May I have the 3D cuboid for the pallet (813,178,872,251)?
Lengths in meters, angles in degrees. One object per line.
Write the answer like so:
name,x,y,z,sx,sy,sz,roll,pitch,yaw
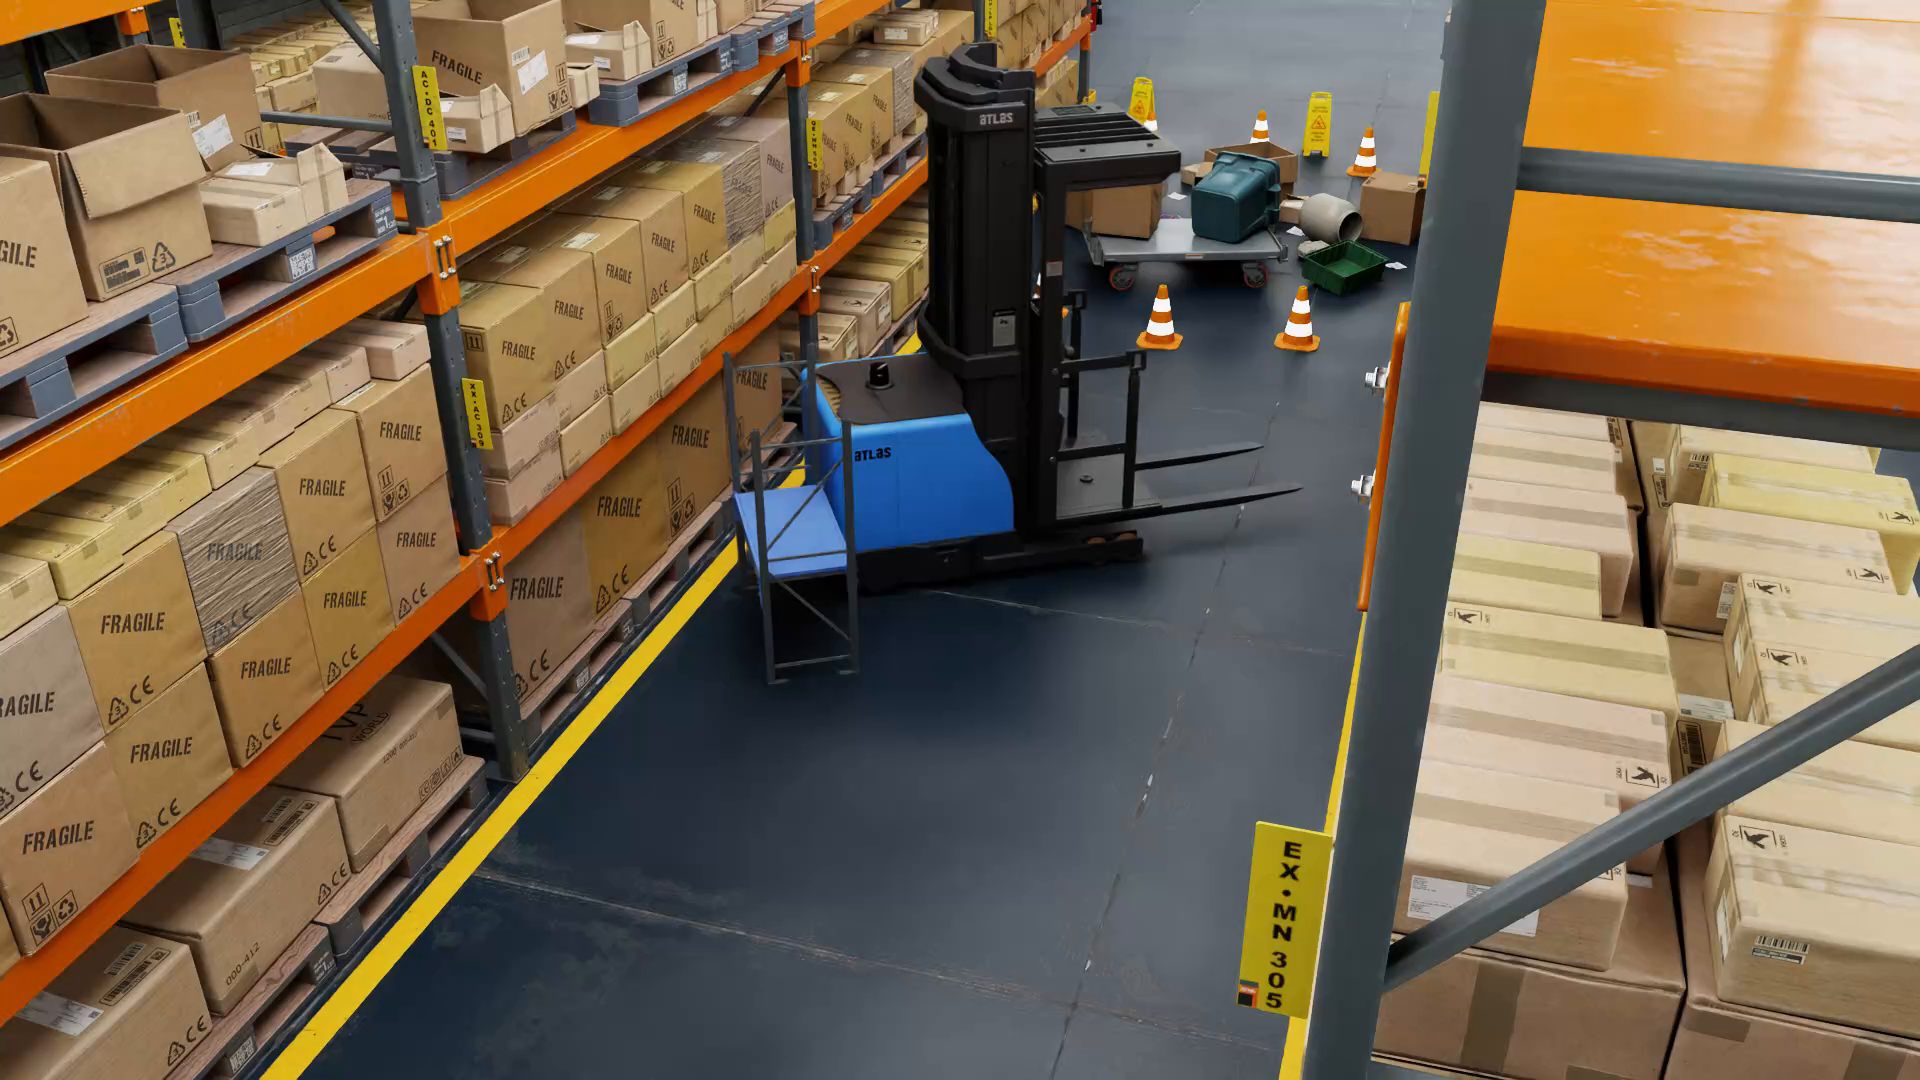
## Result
pallet,-1.342,-2.332,11.588,1.213,0.211,1.003,8,30,15

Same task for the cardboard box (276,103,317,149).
cardboard box,-5.534,-3.355,13.384,0.500,0.250,0.500,8,30,13

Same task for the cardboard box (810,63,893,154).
cardboard box,-0.800,-3.093,11.919,0.500,0.500,0.500,9,30,16

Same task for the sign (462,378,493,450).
sign,-2.092,-0.545,7.206,0.100,0.325,0.005,8,30,15

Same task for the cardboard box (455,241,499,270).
cardboard box,-2.587,-1.176,8.182,0.500,0.500,0.500,9,30,16

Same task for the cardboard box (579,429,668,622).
cardboard box,-2.260,-0.186,9.287,0.875,0.875,0.875,9,30,16

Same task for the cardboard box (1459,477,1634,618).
cardboard box,1.128,0.006,3.332,0.380,0.149,0.250,8,30,14

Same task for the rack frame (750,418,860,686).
rack frame,-0.788,0.085,8.590,0.500,1.500,0.032,-7,30,-13

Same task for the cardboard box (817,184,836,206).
cardboard box,-1.061,-2.394,11.329,0.380,0.149,0.250,7,30,12

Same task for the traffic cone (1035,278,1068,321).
traffic cone,0.700,-2.043,13.482,0.336,0.463,0.334,8,30,15

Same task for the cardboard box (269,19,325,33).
cardboard box,-5.685,-4.362,14.271,0.380,0.149,0.250,8,30,15

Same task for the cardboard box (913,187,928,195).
cardboard box,-0.358,-3.223,15.390,0.500,0.250,0.500,10,31,17

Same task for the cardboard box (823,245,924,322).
cardboard box,-0.837,-2.061,13.176,0.950,0.372,0.625,10,30,17

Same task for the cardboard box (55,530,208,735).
cardboard box,-2.950,0.272,5.579,0.500,0.500,0.500,9,30,15

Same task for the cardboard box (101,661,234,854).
cardboard box,-2.962,0.715,5.811,0.500,0.500,0.500,10,30,17

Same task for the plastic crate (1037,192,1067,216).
plastic crate,0.970,-3.265,16.071,0.402,0.080,0.583,-1,29,-3

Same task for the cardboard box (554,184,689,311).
cardboard box,-1.801,-1.568,8.888,0.500,0.500,0.500,8,30,14

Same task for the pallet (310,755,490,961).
pallet,-2.921,1.351,7.640,1.003,0.211,1.213,8,30,15

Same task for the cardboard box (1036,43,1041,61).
cardboard box,0.556,-4.633,15.786,0.380,0.149,0.250,8,30,15

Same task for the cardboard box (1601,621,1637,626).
cardboard box,1.005,0.356,3.114,0.500,0.250,0.500,8,30,14

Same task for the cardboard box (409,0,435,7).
cardboard box,-4.909,-4.771,15.006,0.380,0.149,0.250,10,30,17

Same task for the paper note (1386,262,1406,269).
paper note,3.819,-2.413,14.591,0.147,0.020,0.142,-12,31,-20

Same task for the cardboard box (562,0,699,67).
cardboard box,-1.689,-2.747,8.516,0.500,0.500,0.500,9,30,15

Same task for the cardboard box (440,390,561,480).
cardboard box,-2.224,-0.527,7.787,0.500,0.250,0.500,8,30,13

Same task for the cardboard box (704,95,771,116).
cardboard box,-1.581,-2.677,11.171,0.500,0.500,0.500,8,30,13

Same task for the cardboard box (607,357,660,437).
cardboard box,-1.925,-0.788,8.770,0.500,0.250,0.500,8,30,14

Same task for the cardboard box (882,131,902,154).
cardboard box,-0.655,-3.011,12.439,0.380,0.149,0.250,9,30,16

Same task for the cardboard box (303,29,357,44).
cardboard box,-5.256,-4.173,13.931,0.380,0.149,0.250,9,30,15

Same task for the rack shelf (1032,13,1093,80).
rack shelf,0.312,-4.543,16.106,1.077,0.370,4.000,8,30,15

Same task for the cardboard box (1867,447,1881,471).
cardboard box,1.898,-0.279,3.845,0.380,0.149,0.250,8,30,14

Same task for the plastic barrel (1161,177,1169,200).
plastic barrel,1.740,-3.485,16.114,0.421,0.421,0.512,-17,34,-28

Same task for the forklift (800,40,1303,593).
forklift,0.606,-1.366,9.725,3.031,2.935,1.130,-8,30,-14

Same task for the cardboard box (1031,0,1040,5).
cardboard box,0.406,-5.176,15.066,0.700,0.500,0.500,8,30,14

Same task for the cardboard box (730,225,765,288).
cardboard box,-1.495,-1.722,9.935,0.500,0.250,0.500,8,30,14

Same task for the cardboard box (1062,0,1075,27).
cardboard box,0.852,-5.437,16.564,0.500,0.500,0.500,9,30,15

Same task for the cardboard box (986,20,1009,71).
cardboard box,0.121,-4.266,14.460,0.500,0.500,0.500,8,30,15

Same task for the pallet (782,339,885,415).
pallet,-1.218,-1.213,12.249,1.003,0.211,1.213,8,30,15

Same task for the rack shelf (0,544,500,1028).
rack shelf,-3.210,1.034,6.081,1.077,0.370,4.000,8,30,15

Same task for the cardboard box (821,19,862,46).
cardboard box,-0.971,-3.881,12.668,0.380,0.149,0.250,10,31,18

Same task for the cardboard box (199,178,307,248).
cardboard box,-2.582,-1.173,5.946,0.380,0.149,0.250,9,30,16

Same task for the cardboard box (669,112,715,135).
cardboard box,-1.827,-2.355,10.302,0.500,0.500,0.500,8,30,13

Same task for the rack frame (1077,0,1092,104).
rack frame,0.899,-5.787,17.602,1.000,3.000,0.127,8,30,15

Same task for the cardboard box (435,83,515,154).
cardboard box,-2.142,-1.828,7.107,0.396,0.266,0.258,8,30,14

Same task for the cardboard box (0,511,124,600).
cardboard box,-2.933,0.045,5.321,0.380,0.149,0.250,8,30,14

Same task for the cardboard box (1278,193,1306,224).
cardboard box,3.231,-3.135,15.648,0.396,0.266,0.258,14,32,23

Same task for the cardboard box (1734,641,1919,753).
cardboard box,1.519,0.321,2.768,0.380,0.149,0.250,8,30,15

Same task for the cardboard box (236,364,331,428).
cardboard box,-2.673,-0.564,6.415,0.380,0.149,0.250,9,30,15

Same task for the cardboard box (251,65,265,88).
cardboard box,-5.627,-3.579,12.864,0.380,0.149,0.250,9,30,15

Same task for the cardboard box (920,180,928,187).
cardboard box,-0.358,-3.551,15.208,0.500,0.500,0.500,8,30,14

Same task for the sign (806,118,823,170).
sign,-0.917,-2.497,10.498,0.100,0.325,0.005,8,30,15

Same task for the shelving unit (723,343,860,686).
shelving unit,-0.917,-0.154,9.020,0.538,1.500,1.048,-7,30,-13

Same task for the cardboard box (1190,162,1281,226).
cardboard box,2.537,-3.142,15.276,0.797,0.637,0.503,8,30,15

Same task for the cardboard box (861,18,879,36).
cardboard box,-0.833,-3.875,13.325,0.500,0.500,0.500,9,30,15

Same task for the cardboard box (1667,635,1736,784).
cardboard box,1.494,0.435,2.972,0.500,0.250,0.500,8,30,14
